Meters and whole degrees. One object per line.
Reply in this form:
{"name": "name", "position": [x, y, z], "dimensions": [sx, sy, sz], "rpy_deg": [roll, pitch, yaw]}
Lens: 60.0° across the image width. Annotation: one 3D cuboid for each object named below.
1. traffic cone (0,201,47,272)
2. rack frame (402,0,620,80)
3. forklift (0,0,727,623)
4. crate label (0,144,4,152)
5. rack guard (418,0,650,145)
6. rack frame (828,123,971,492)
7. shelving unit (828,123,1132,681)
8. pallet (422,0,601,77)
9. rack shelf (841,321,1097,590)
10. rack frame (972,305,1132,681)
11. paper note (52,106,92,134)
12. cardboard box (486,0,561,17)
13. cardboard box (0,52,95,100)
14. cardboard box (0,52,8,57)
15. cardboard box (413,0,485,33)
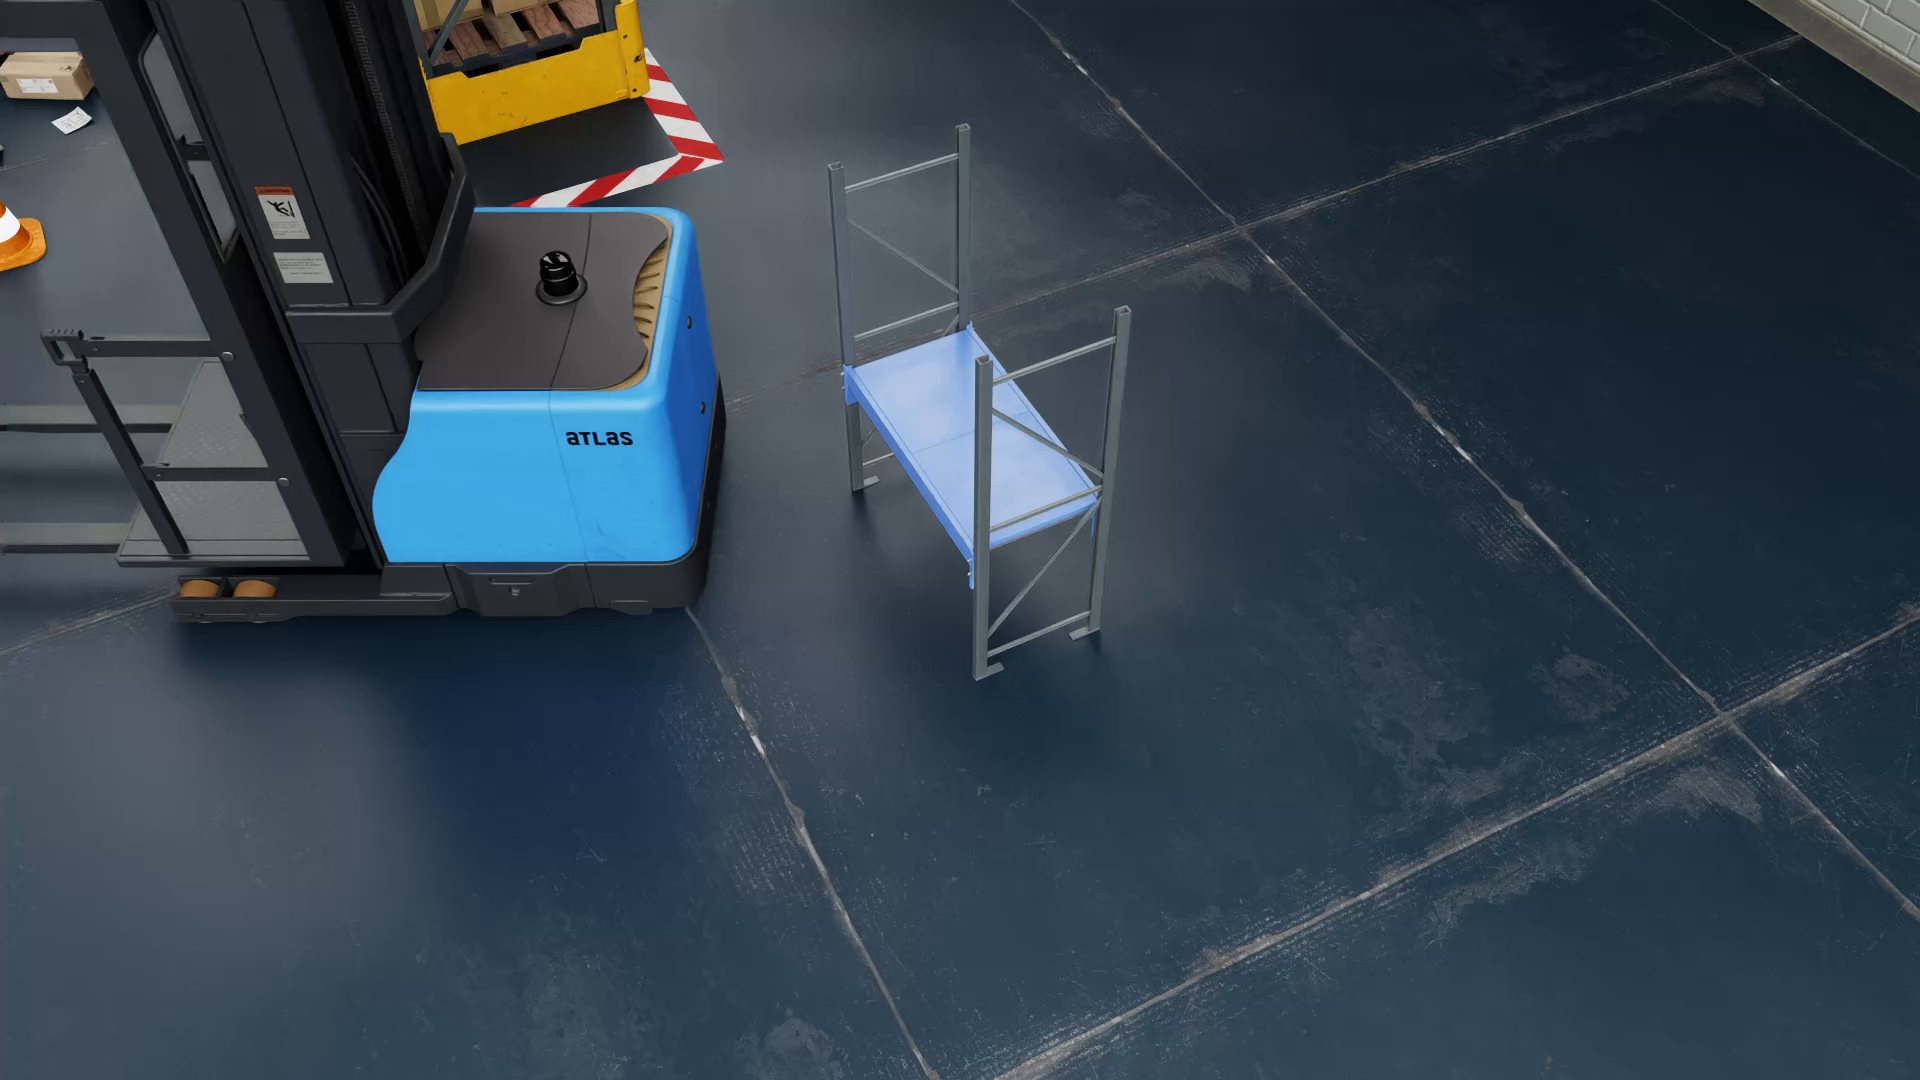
{"name": "traffic cone", "position": [-4.242, -1.450, 7.211], "dimensions": [0.336, 0.463, 0.334], "rpy_deg": [-21, 52, -18]}
{"name": "rack frame", "position": [-2.067, -3.051, 6.926], "dimensions": [1.000, 3.000, 0.127], "rpy_deg": [-21, 52, -18]}
{"name": "forklift", "position": [-2.436, -1.067, 5.236], "dimensions": [3.031, 2.935, 1.130], "rpy_deg": [0, 49, 0]}
{"name": "crate label", "position": [-4.657, -1.847, 7.775], "dimensions": [0.298, 0.136, 0.250], "rpy_deg": [26, 54, 21]}
{"name": "rack guard", "position": [-2.102, -2.279, 7.911], "dimensions": [1.175, 0.500, 0.348], "rpy_deg": [-21, 52, -18]}
{"name": "rack frame", "position": [-0.194, -0.777, 5.933], "dimensions": [0.500, 1.500, 0.032], "rpy_deg": [-21, 52, -18]}
{"name": "shelving unit", "position": [0.039, -0.437, 5.636], "dimensions": [0.538, 1.500, 1.048], "rpy_deg": [-21, 52, -18]}
{"name": "pallet", "position": [-2.442, -2.740, 8.506], "dimensions": [1.003, 0.211, 1.213], "rpy_deg": [-21, 52, -18]}
{"name": "rack shelf", "position": [0.039, -0.318, 5.771], "dimensions": [0.538, 0.185, 1.000], "rpy_deg": [-21, 52, -18]}
{"name": "rack frame", "position": [0.272, -0.096, 5.338], "dimensions": [0.500, 1.500, 0.032], "rpy_deg": [-21, 52, -18]}
{"name": "paper note", "position": [-4.270, -2.021, 7.997], "dimensions": [0.142, 0.019, 0.148], "rpy_deg": [35, 57, 27]}
{"name": "cardboard box", "position": [-2.190, -2.920, 8.358], "dimensions": [0.500, 0.250, 0.500], "rpy_deg": [-22, 52, -18]}
{"name": "cardboard box", "position": [-4.463, -2.294, 8.157], "dimensions": [0.380, 0.149, 0.250], "rpy_deg": [2, 49, 2]}
{"name": "cardboard box", "position": [-5.122, -2.533, 8.131], "dimensions": [0.637, 0.503, 0.797], "rpy_deg": [18, 51, 15]}
{"name": "cardboard box", "position": [-2.687, -2.749, 8.209], "dimensions": [0.500, 0.250, 0.500], "rpy_deg": [-21, 52, -18]}
